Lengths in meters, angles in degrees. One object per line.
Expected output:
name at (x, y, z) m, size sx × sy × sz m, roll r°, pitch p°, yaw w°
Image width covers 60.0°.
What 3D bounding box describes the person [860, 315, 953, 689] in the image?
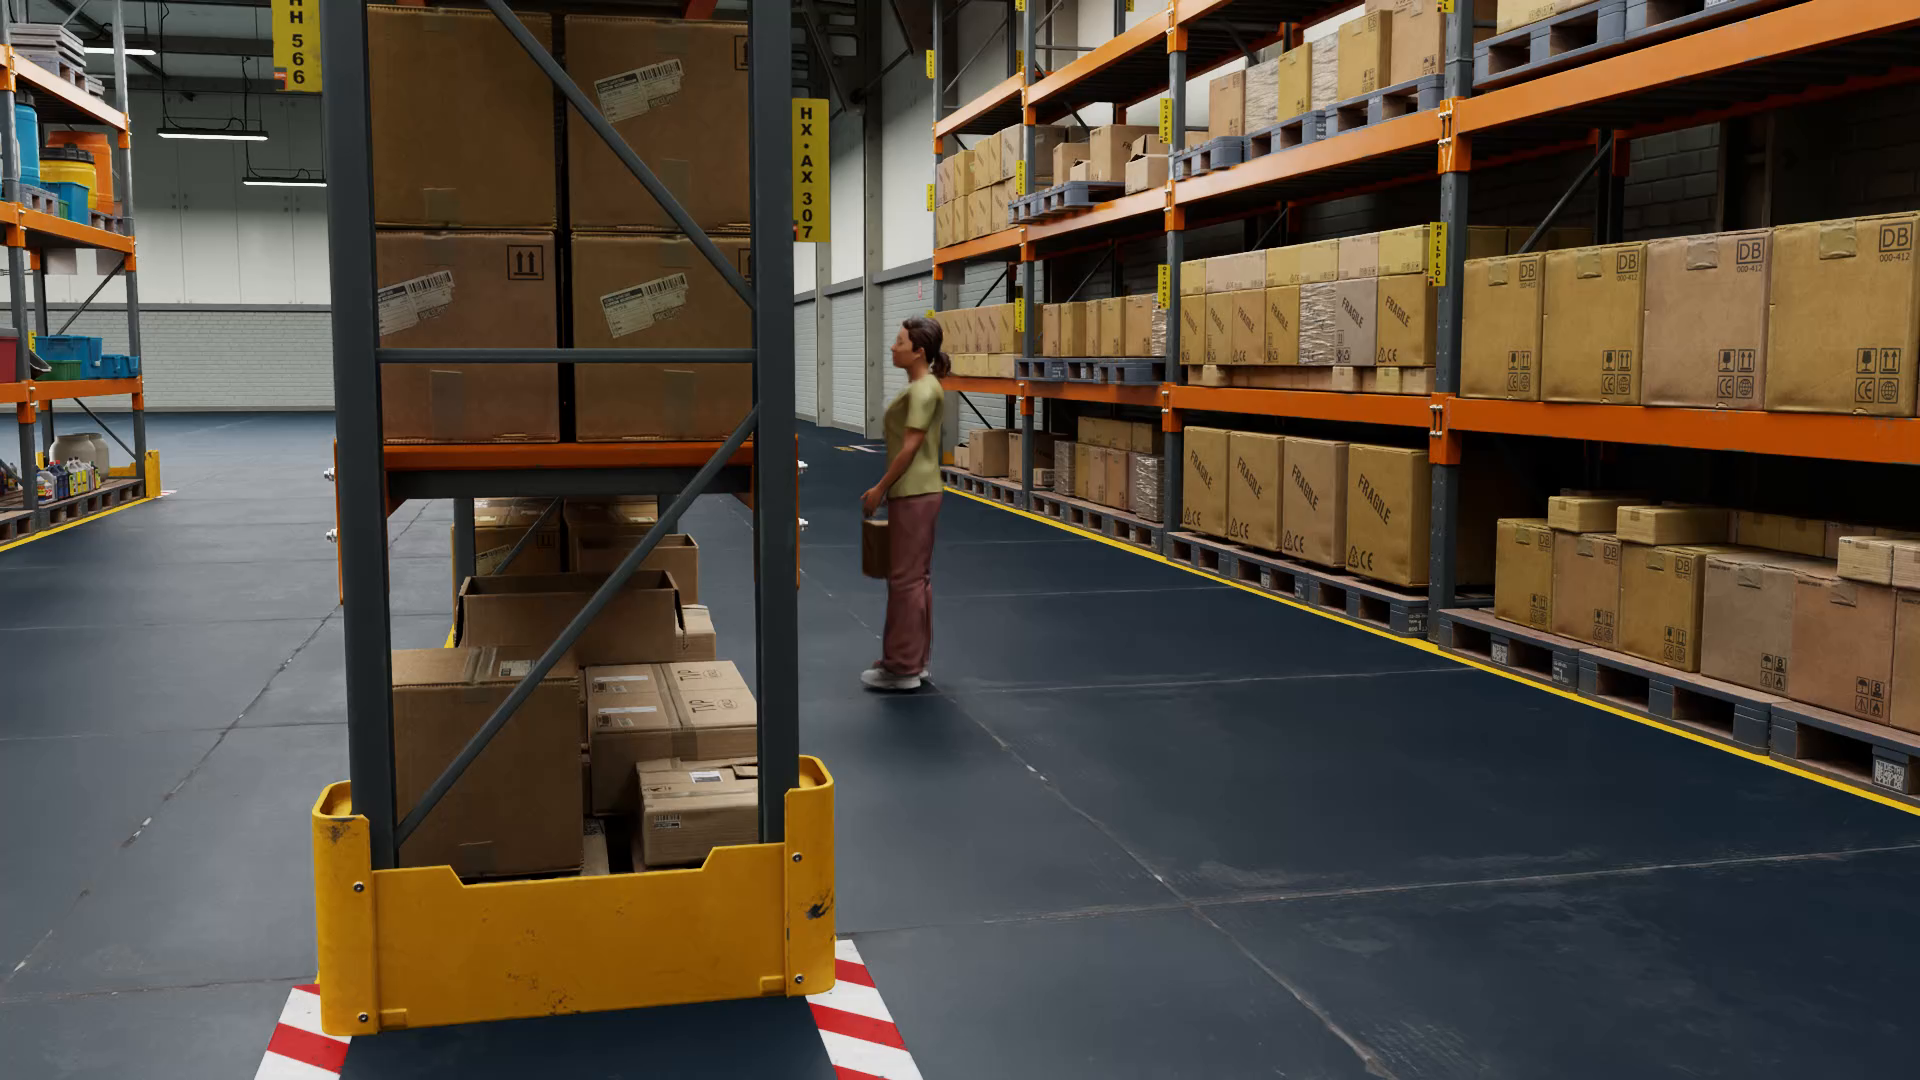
person at (-0.242, -0.174, 7.579) m, size 0.433 × 1.684 × 0.526 m, roll 0°, pitch 6°, yaw 0°
